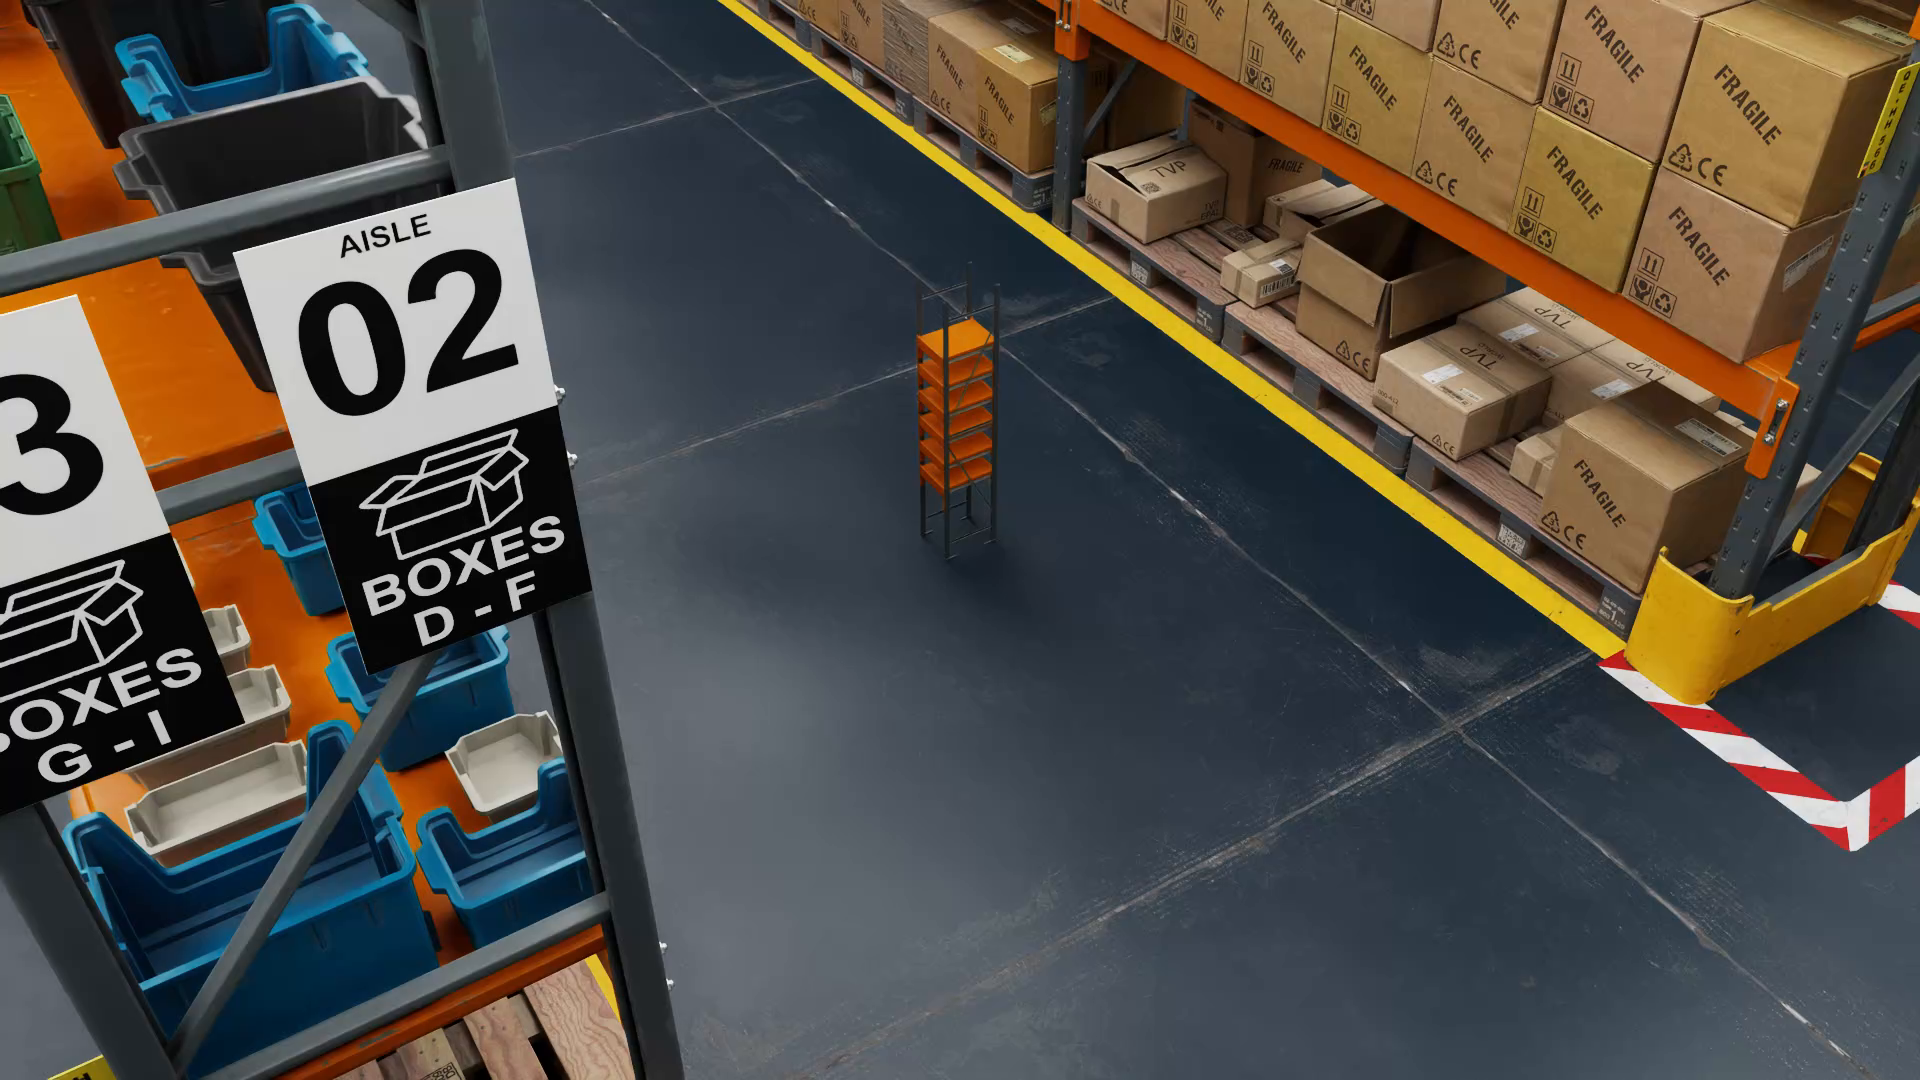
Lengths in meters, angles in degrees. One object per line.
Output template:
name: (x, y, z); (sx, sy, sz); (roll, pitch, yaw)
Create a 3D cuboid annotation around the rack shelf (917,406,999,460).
rack shelf: (-0.008, -0.435, 6.404); (0.258, 0.103, 0.180); (-22, 45, -24)

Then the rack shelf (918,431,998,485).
rack shelf: (-0.008, -0.342, 6.481); (0.258, 0.103, 0.180); (-22, 45, -24)

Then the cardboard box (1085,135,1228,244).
cardboard box: (0.977, -1.783, 8.303); (0.500, 0.311, 0.500); (-22, 45, -24)

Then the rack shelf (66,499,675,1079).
rack shelf: (-2.169, 0.111, 4.835); (1.077, 0.370, 4.000); (-22, 45, -24)

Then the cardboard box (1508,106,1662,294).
cardboard box: (2.332, -1.254, 5.834); (0.500, 0.500, 0.500); (-22, 45, -24)

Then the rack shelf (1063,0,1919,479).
rack shelf: (2.009, -1.592, 6.879); (1.077, 0.370, 4.000); (-22, 45, -24)

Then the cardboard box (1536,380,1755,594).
cardboard box: (2.585, -0.206, 6.263); (0.500, 0.500, 0.500); (-22, 45, -24)

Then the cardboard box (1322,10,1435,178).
cardboard box: (1.798, -1.797, 6.486); (0.500, 0.500, 0.500); (-23, 45, -25)

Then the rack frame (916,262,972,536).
rack frame: (-0.057, -0.518, 6.435); (0.240, 1.200, 0.006); (-22, 45, -24)

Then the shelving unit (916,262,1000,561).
shelving unit: (-0.008, -0.469, 6.375); (0.258, 1.200, 0.189); (-22, 45, -24)

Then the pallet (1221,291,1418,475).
pallet: (1.962, -0.846, 7.601); (1.003, 0.211, 1.213); (-22, 45, -24)

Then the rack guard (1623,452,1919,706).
rack guard: (3.044, 0.130, 6.203); (1.175, 0.500, 0.348); (-22, 45, -24)

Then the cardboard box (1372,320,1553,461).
cardboard box: (2.099, -0.633, 6.971); (0.500, 0.250, 0.500); (-22, 45, -24)

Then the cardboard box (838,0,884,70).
cardboard box: (-0.376, -3.138, 9.782); (0.500, 0.500, 0.500); (-24, 45, -26)

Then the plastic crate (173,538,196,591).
plastic crate: (-2.174, 0.158, 4.376); (0.298, 0.136, 0.250); (-22, 45, -24)

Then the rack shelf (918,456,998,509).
rack shelf: (-0.008, -0.250, 6.557); (0.258, 0.103, 0.180); (-22, 45, -24)

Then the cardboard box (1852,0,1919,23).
cardboard box: (3.068, -1.542, 5.398); (0.500, 0.500, 0.500); (-21, 44, -23)

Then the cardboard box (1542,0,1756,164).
cardboard box: (2.341, -1.629, 5.503); (0.500, 0.500, 0.500); (-21, 44, -23)

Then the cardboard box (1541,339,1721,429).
cardboard box: (2.763, -0.562, 6.886); (0.500, 0.250, 0.500); (-22, 45, -24)

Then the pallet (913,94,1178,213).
pallet: (0.465, -2.302, 9.348); (1.003, 0.211, 1.213); (-22, 45, -24)

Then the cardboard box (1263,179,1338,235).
cardboard box: (1.732, -1.630, 8.246); (0.380, 0.149, 0.250); (-22, 45, -24)

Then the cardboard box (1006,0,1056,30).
cardboard box: (0.583, -2.786, 9.359); (0.500, 0.500, 0.500); (-22, 44, -24)

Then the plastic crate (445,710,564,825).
plastic crate: (-1.052, 0.544, 3.913); (0.250, 0.136, 0.298); (-22, 45, -24)

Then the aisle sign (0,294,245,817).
aisle sign: (-1.302, 0.055, 2.310); (0.394, 0.787, 0.004); (-22, 45, -24)

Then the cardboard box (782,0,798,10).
cardboard box: (-0.927, -3.691, 10.445); (0.500, 0.500, 0.500); (-24, 45, -26)

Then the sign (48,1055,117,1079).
sign: (-1.549, 1.050, 3.020); (0.100, 0.325, 0.005); (-22, 45, -24)

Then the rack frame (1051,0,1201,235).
rack frame: (0.934, -2.948, 7.944); (1.000, 3.000, 0.127); (-22, 45, -24)

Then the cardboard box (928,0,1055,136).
cardboard box: (0.168, -2.594, 9.129); (0.500, 0.500, 0.500); (-22, 45, -24)

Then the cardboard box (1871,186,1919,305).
cardboard box: (3.068, -1.157, 5.718); (0.500, 0.500, 0.500); (-21, 44, -24)

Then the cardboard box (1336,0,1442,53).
cardboard box: (1.782, -2.185, 6.170); (0.500, 0.500, 0.500); (-21, 44, -23)

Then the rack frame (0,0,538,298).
rack frame: (-1.094, -1.391, 1.389); (1.000, 3.000, 0.127); (-22, 45, -24)

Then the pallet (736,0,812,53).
pallet: (-0.847, -3.619, 10.929); (1.003, 0.211, 1.213); (-22, 45, -24)

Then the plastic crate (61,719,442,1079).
plastic crate: (-1.431, 0.761, 3.419); (0.616, 0.435, 0.499); (-22, 45, -24)

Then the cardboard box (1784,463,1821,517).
cardboard box: (3.149, -0.207, 6.538); (0.380, 0.149, 0.250); (-22, 45, -24)

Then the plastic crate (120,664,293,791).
plastic crate: (-1.828, 0.453, 4.022); (0.396, 0.136, 0.243); (-22, 45, -24)

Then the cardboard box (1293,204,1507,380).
cardboard box: (1.948, -1.145, 7.388); (0.797, 0.503, 0.637); (-22, 45, -24)

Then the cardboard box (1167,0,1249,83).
cardboard box: (1.256, -2.342, 7.139); (0.500, 0.500, 0.500); (-21, 44, -24)

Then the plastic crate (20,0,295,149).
plastic crate: (-1.683, -1.134, 3.472); (0.504, 0.338, 0.767); (-22, 45, -24)

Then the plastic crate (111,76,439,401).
plastic crate: (-1.066, -0.492, 2.756); (0.497, 0.269, 0.590); (-22, 45, -24)

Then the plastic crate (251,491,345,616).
plastic crate: (-1.657, -0.002, 4.493); (0.416, 0.233, 0.300); (-22, 45, -24)
